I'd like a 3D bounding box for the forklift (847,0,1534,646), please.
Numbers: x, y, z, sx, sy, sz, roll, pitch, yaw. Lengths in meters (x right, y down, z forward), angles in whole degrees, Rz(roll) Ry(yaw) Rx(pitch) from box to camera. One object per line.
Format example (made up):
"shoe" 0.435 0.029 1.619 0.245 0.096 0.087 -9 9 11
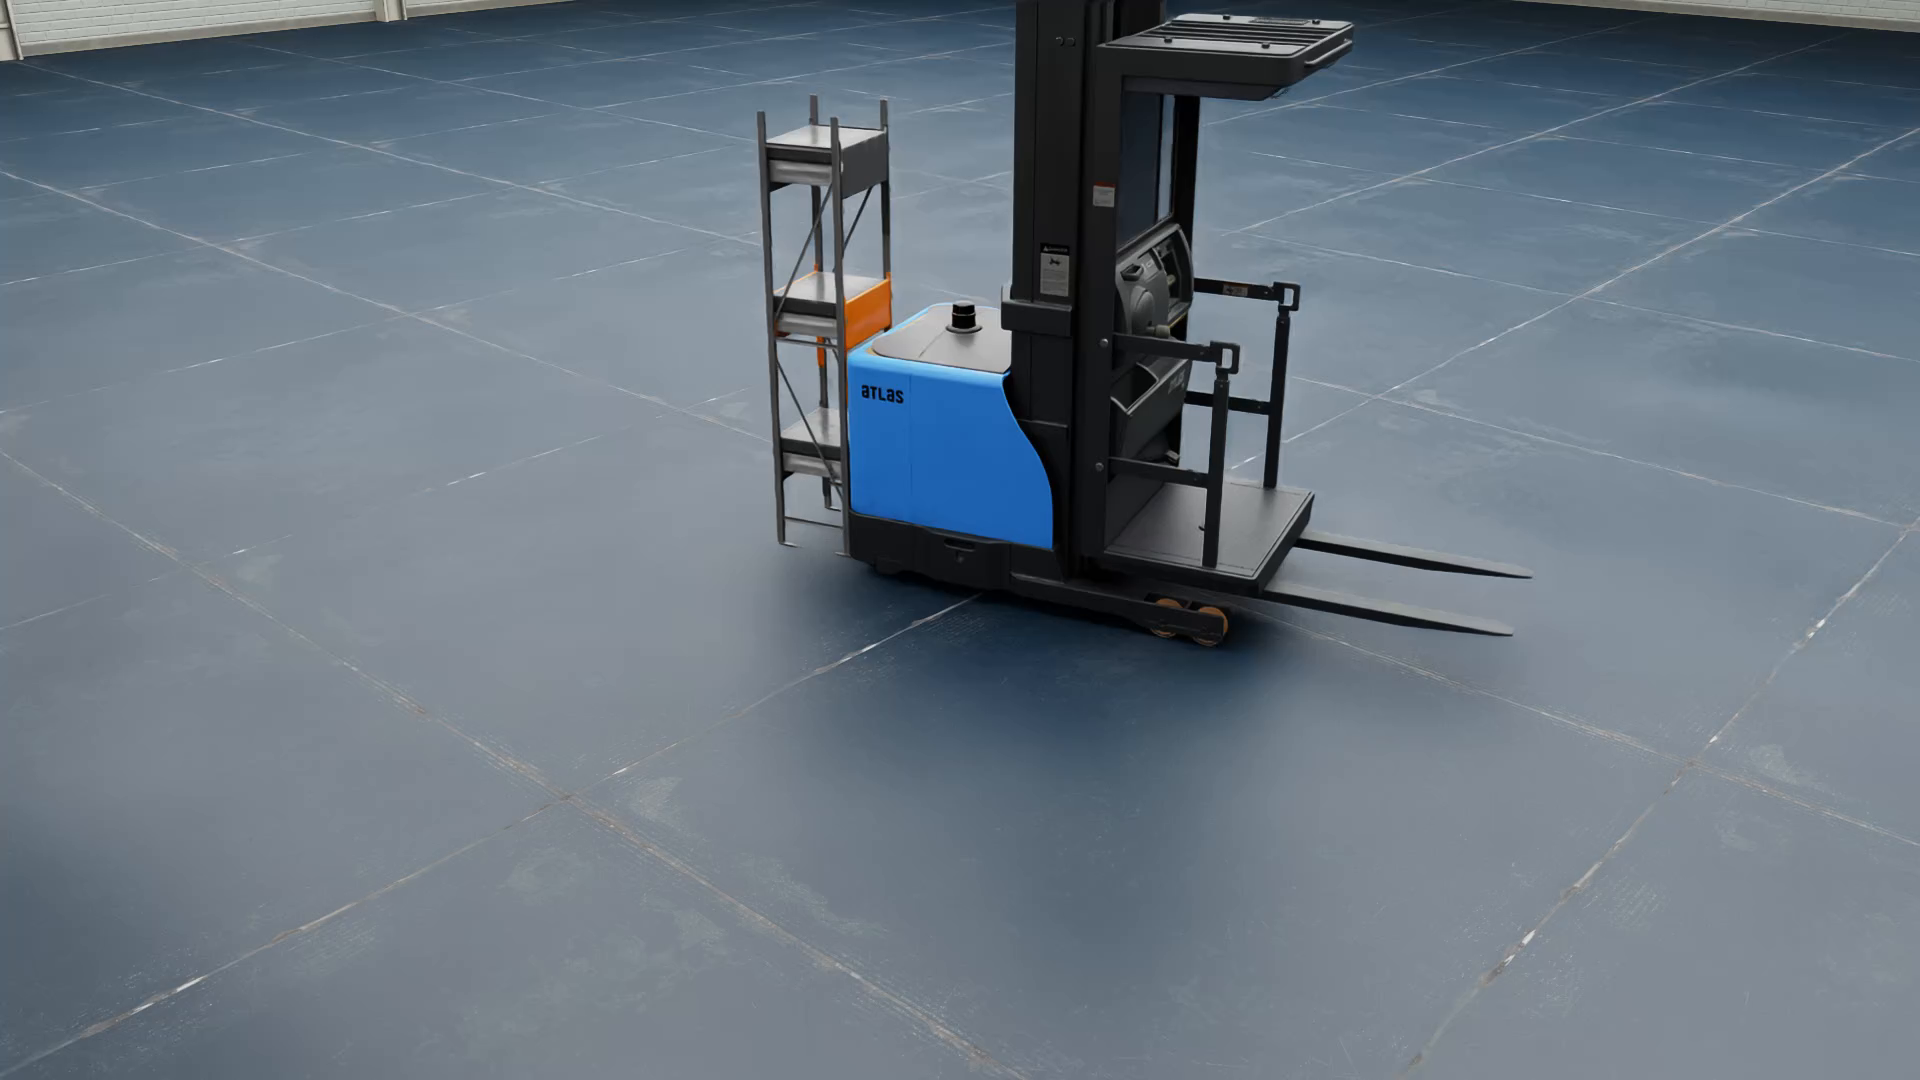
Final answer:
"forklift" 1.033 -1.125 7.177 3.031 2.935 1.130 11 26 22

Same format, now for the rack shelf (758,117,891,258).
"rack shelf" -0.614 -1.625 7.629 0.431 0.518 0.480 10 26 22

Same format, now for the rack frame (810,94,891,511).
"rack frame" -0.516 -1.090 8.114 0.400 2.100 0.015 10 26 22

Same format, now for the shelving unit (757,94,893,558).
"shelving unit" -0.614 -0.998 7.910 0.431 2.100 0.503 10 26 22

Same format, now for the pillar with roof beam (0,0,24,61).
"pillar with roof beam" -10.115 -9.627 18.722 9.100 9.000 0.400 20 31 38

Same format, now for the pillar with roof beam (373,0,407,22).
"pillar with roof beam" -6.111 -11.455 22.799 9.100 9.000 0.400 20 31 38

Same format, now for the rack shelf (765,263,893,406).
"rack shelf" -0.614 -0.986 7.916 0.431 0.518 0.480 10 26 22

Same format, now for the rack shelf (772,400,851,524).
"rack shelf" -0.614 -0.347 8.202 0.431 0.518 0.480 10 26 22

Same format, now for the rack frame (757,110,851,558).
"rack frame" -0.712 -0.907 7.706 0.400 2.100 0.015 10 26 22
